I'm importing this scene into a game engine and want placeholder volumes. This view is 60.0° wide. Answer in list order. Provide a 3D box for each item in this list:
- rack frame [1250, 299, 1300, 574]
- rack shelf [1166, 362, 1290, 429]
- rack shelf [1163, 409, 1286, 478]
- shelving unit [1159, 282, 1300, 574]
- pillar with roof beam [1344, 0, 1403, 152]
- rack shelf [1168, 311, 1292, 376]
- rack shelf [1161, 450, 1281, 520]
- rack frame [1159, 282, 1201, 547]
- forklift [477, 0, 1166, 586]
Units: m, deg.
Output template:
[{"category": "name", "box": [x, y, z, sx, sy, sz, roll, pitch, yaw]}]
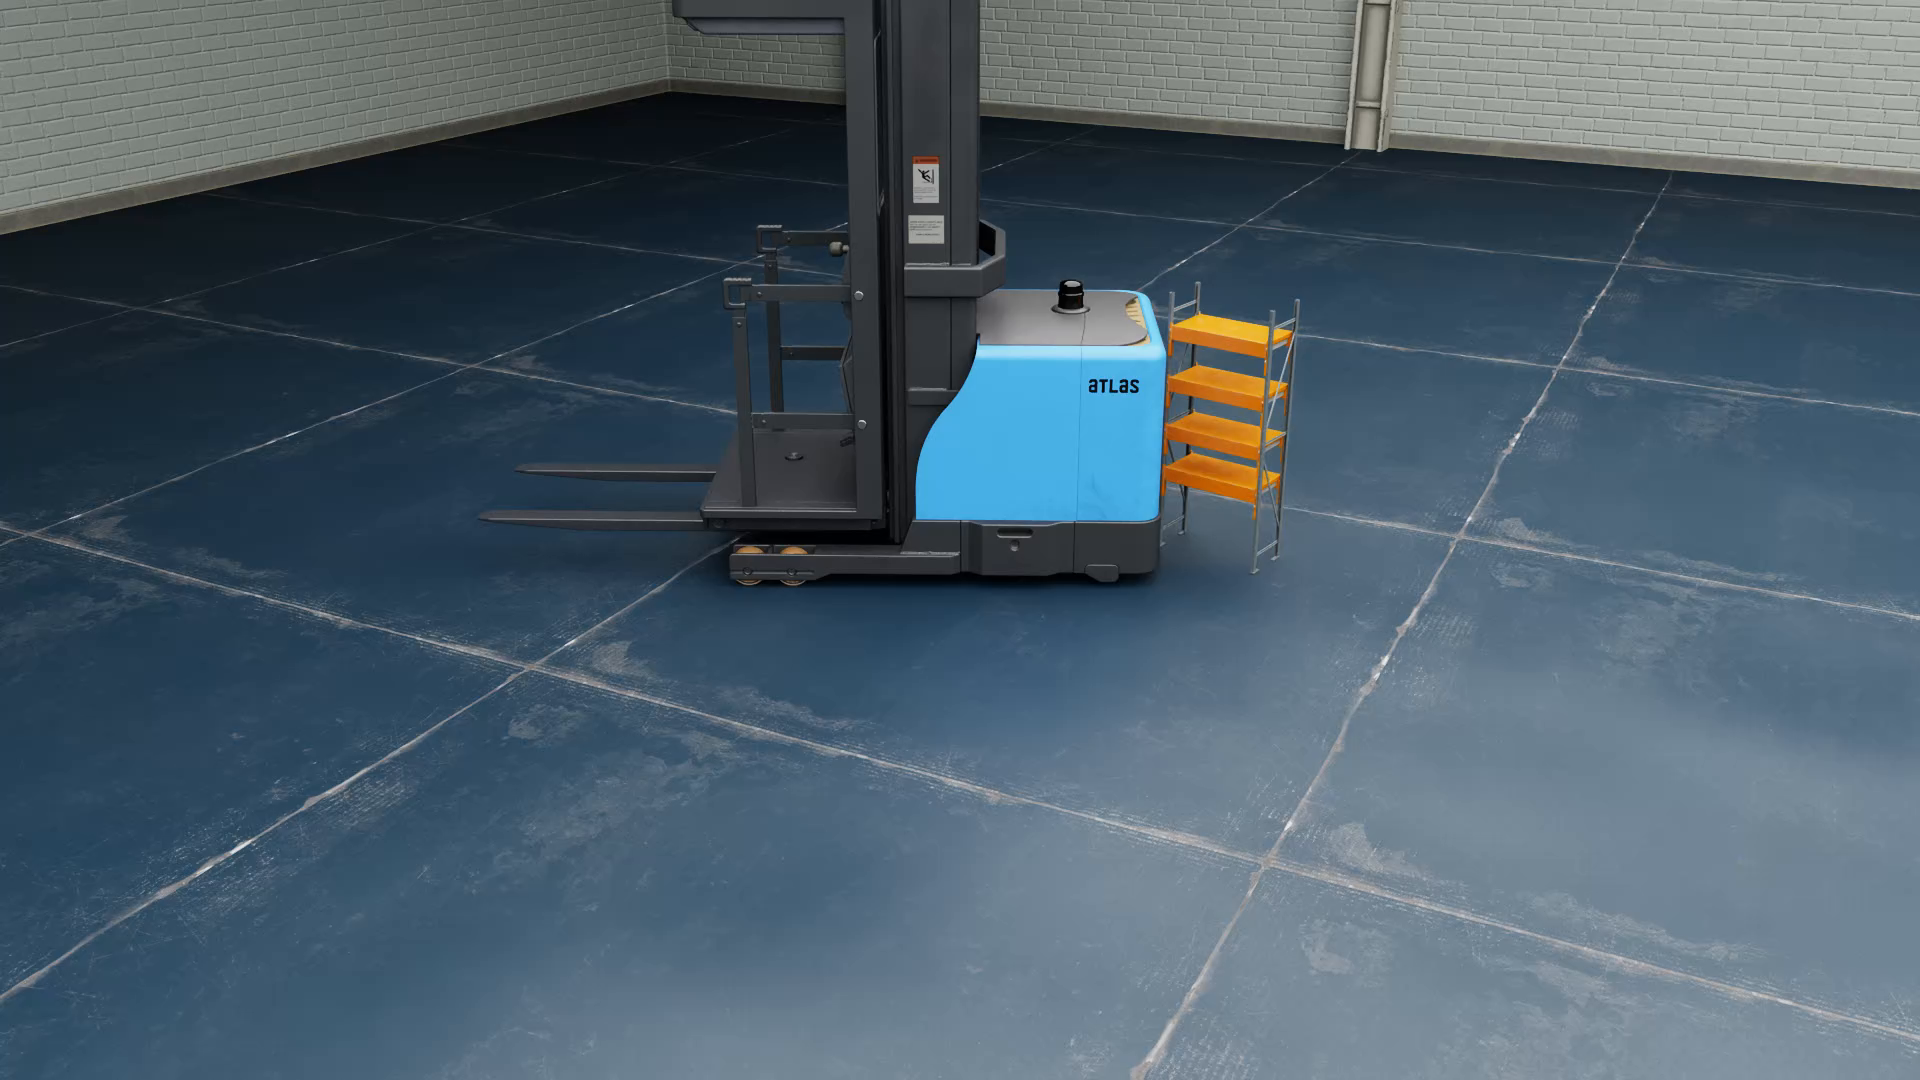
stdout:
[{"category": "rack frame", "box": [1.372, -0.438, 7.246, 0.015, 1.200, 0.240, 17, 28, 35]}, {"category": "rack shelf", "box": [1.179, -0.640, 7.323, 0.480, 0.148, 0.258, 17, 28, 35]}, {"category": "rack shelf", "box": [1.179, -0.435, 7.410, 0.480, 0.148, 0.258, 17, 28, 35]}, {"category": "shelving unit", "box": [1.179, -0.496, 7.384, 0.503, 1.200, 0.258, 17, 28, 35]}, {"category": "pillar with roof beam", "box": [2.308, -6.737, 12.092, 0.400, 9.000, 9.100, 11, 25, 25]}, {"category": "rack shelf", "box": [1.179, -0.858, 7.230, 0.480, 0.148, 0.258, 17, 28, 35]}, {"category": "rack shelf", "box": [1.179, -0.252, 7.488, 0.480, 0.148, 0.258, 17, 28, 35]}, {"category": "rack frame", "box": [0.987, -0.555, 7.523, 0.015, 1.200, 0.240, 17, 28, 35]}, {"category": "forklift", "box": [-0.630, -1.355, 7.191, 3.031, 2.935, 1.130, 1, 23, 1]}]
